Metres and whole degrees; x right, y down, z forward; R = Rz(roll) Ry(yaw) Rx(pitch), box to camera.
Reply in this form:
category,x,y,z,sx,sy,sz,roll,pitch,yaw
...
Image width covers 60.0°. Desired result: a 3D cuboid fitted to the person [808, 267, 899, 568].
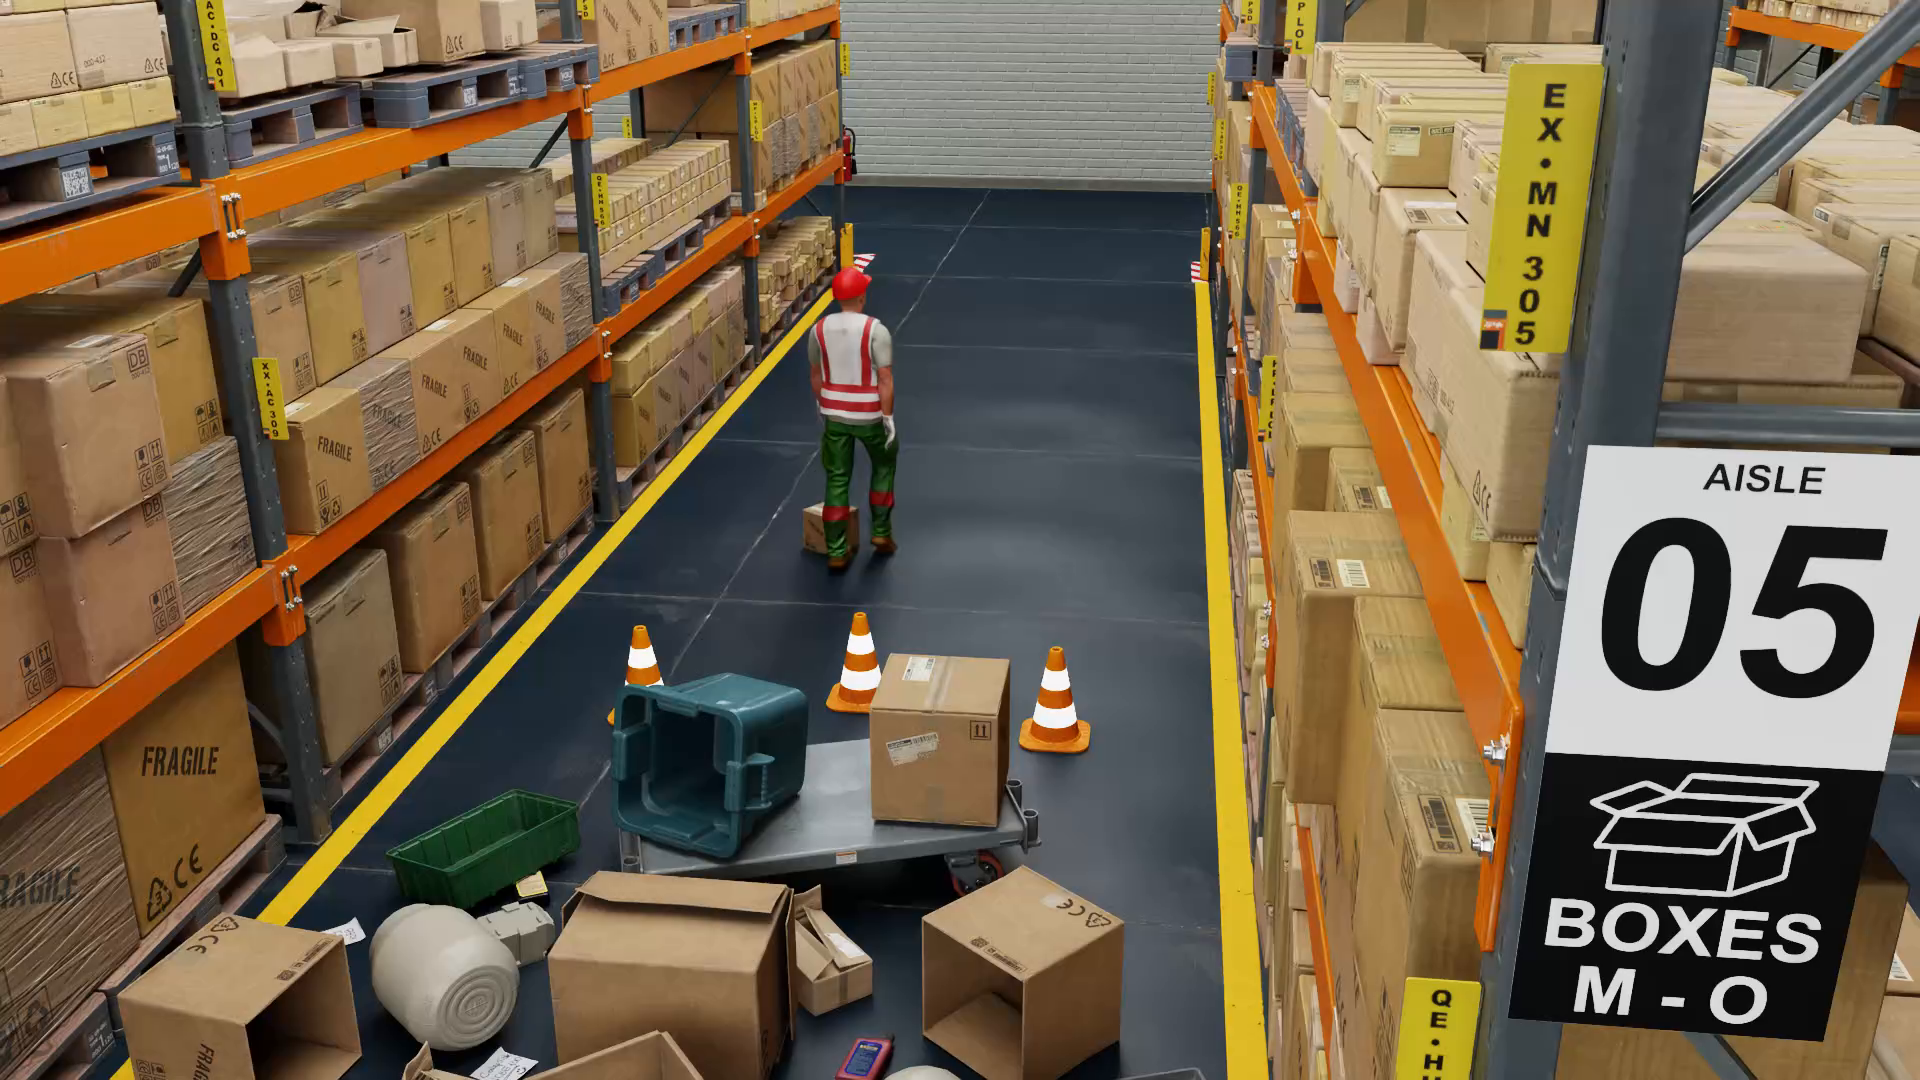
category,x,y,z,sx,sy,sz,roll,pitch,yaw
person,-0.635,-0.709,9.934,0.586,1.851,0.630,5,22,14
